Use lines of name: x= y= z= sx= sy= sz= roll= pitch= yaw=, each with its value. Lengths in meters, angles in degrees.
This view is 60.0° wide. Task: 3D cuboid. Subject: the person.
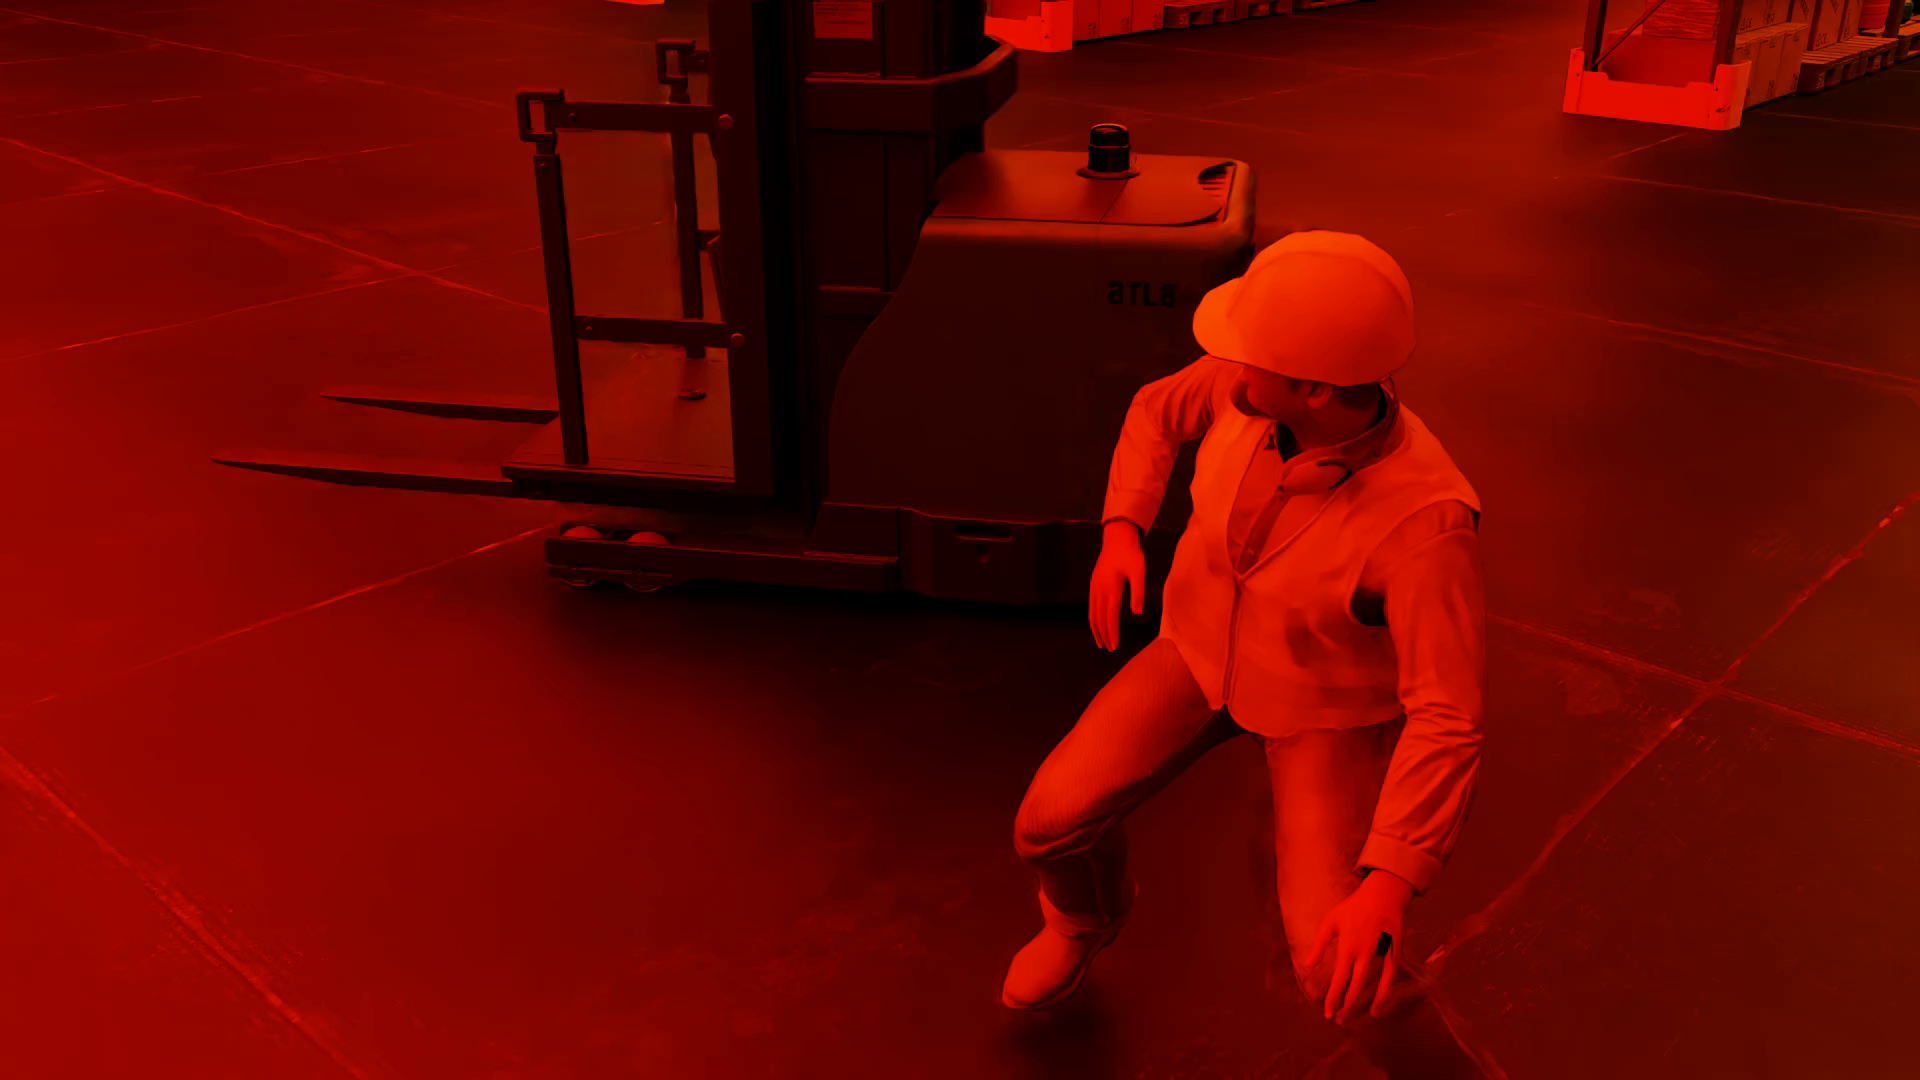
person: x=0.491 y=0.279 z=2.536 sx=0.891 sy=1.550 sz=0.763 roll=19 pitch=30 yaw=37

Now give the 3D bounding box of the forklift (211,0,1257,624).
forklift: x=-0.697 y=-1.398 z=4.516 sx=3.031 sy=2.935 sz=1.130 roll=4 pitch=24 yaw=10
